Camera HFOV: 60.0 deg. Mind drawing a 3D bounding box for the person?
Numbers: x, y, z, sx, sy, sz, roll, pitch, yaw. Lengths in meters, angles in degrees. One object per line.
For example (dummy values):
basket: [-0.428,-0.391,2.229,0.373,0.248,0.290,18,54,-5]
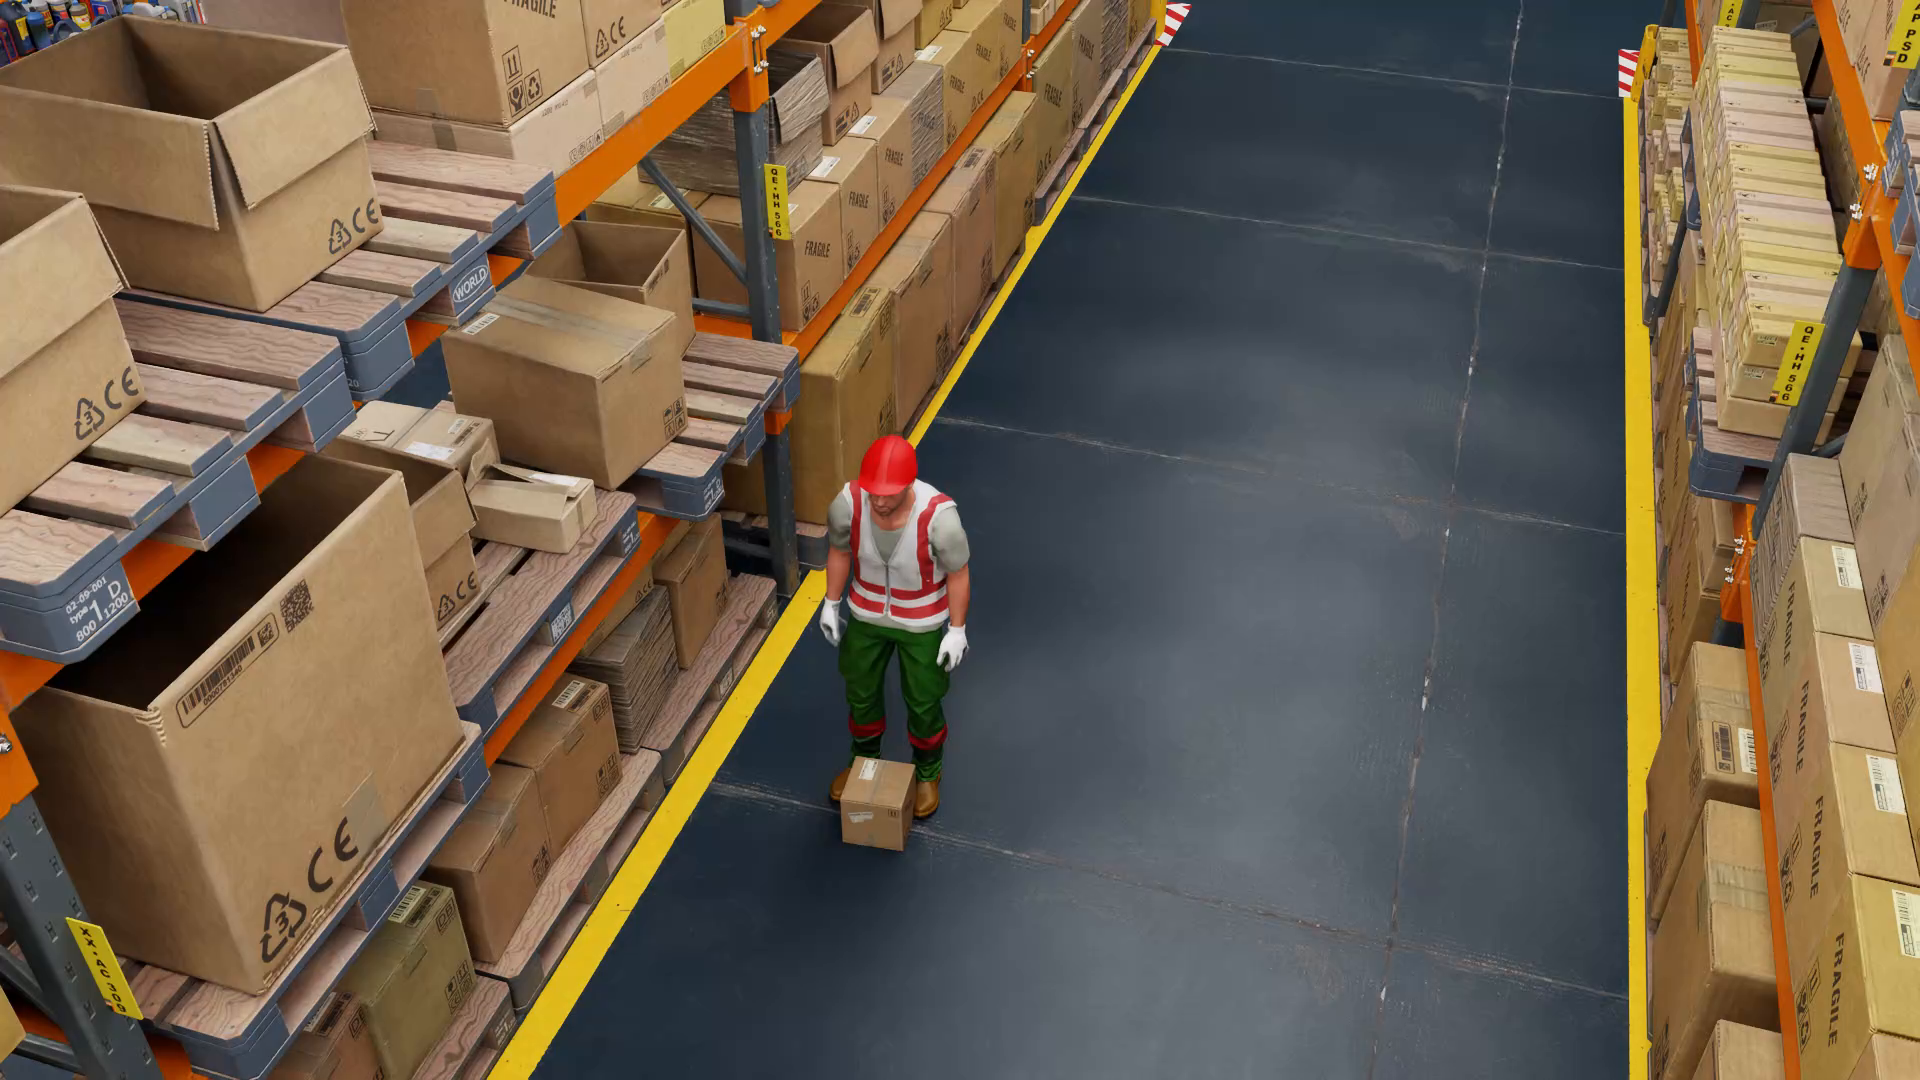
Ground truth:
person: [-0.258,0.321,6.449,0.604,1.778,0.453,10,38,14]
